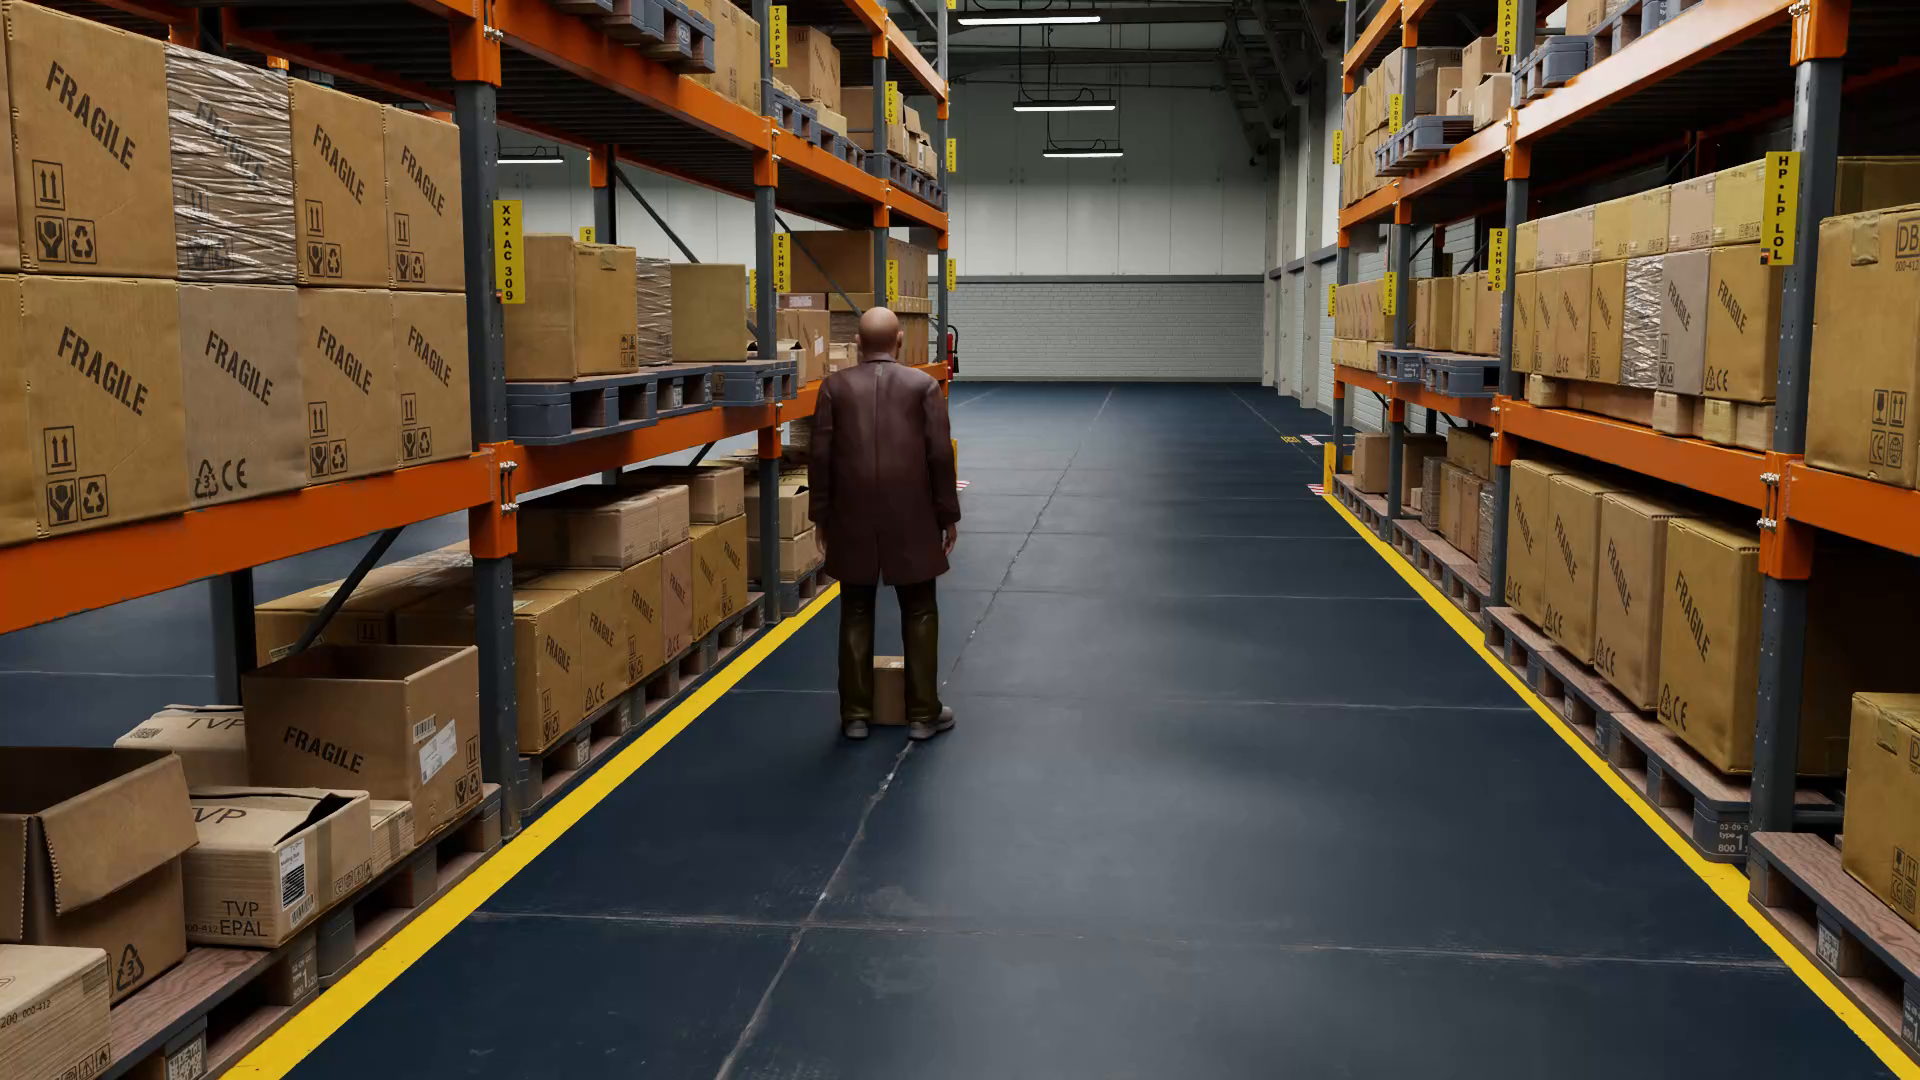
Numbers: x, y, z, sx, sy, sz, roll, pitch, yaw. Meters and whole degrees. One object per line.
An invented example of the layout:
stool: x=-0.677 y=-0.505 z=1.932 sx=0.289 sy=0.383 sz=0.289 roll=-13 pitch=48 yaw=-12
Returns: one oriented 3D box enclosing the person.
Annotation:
person: x=-0.313 y=-0.071 z=6.888 sx=0.640 sy=1.773 sz=0.430 roll=1 pitch=7 yaw=6
